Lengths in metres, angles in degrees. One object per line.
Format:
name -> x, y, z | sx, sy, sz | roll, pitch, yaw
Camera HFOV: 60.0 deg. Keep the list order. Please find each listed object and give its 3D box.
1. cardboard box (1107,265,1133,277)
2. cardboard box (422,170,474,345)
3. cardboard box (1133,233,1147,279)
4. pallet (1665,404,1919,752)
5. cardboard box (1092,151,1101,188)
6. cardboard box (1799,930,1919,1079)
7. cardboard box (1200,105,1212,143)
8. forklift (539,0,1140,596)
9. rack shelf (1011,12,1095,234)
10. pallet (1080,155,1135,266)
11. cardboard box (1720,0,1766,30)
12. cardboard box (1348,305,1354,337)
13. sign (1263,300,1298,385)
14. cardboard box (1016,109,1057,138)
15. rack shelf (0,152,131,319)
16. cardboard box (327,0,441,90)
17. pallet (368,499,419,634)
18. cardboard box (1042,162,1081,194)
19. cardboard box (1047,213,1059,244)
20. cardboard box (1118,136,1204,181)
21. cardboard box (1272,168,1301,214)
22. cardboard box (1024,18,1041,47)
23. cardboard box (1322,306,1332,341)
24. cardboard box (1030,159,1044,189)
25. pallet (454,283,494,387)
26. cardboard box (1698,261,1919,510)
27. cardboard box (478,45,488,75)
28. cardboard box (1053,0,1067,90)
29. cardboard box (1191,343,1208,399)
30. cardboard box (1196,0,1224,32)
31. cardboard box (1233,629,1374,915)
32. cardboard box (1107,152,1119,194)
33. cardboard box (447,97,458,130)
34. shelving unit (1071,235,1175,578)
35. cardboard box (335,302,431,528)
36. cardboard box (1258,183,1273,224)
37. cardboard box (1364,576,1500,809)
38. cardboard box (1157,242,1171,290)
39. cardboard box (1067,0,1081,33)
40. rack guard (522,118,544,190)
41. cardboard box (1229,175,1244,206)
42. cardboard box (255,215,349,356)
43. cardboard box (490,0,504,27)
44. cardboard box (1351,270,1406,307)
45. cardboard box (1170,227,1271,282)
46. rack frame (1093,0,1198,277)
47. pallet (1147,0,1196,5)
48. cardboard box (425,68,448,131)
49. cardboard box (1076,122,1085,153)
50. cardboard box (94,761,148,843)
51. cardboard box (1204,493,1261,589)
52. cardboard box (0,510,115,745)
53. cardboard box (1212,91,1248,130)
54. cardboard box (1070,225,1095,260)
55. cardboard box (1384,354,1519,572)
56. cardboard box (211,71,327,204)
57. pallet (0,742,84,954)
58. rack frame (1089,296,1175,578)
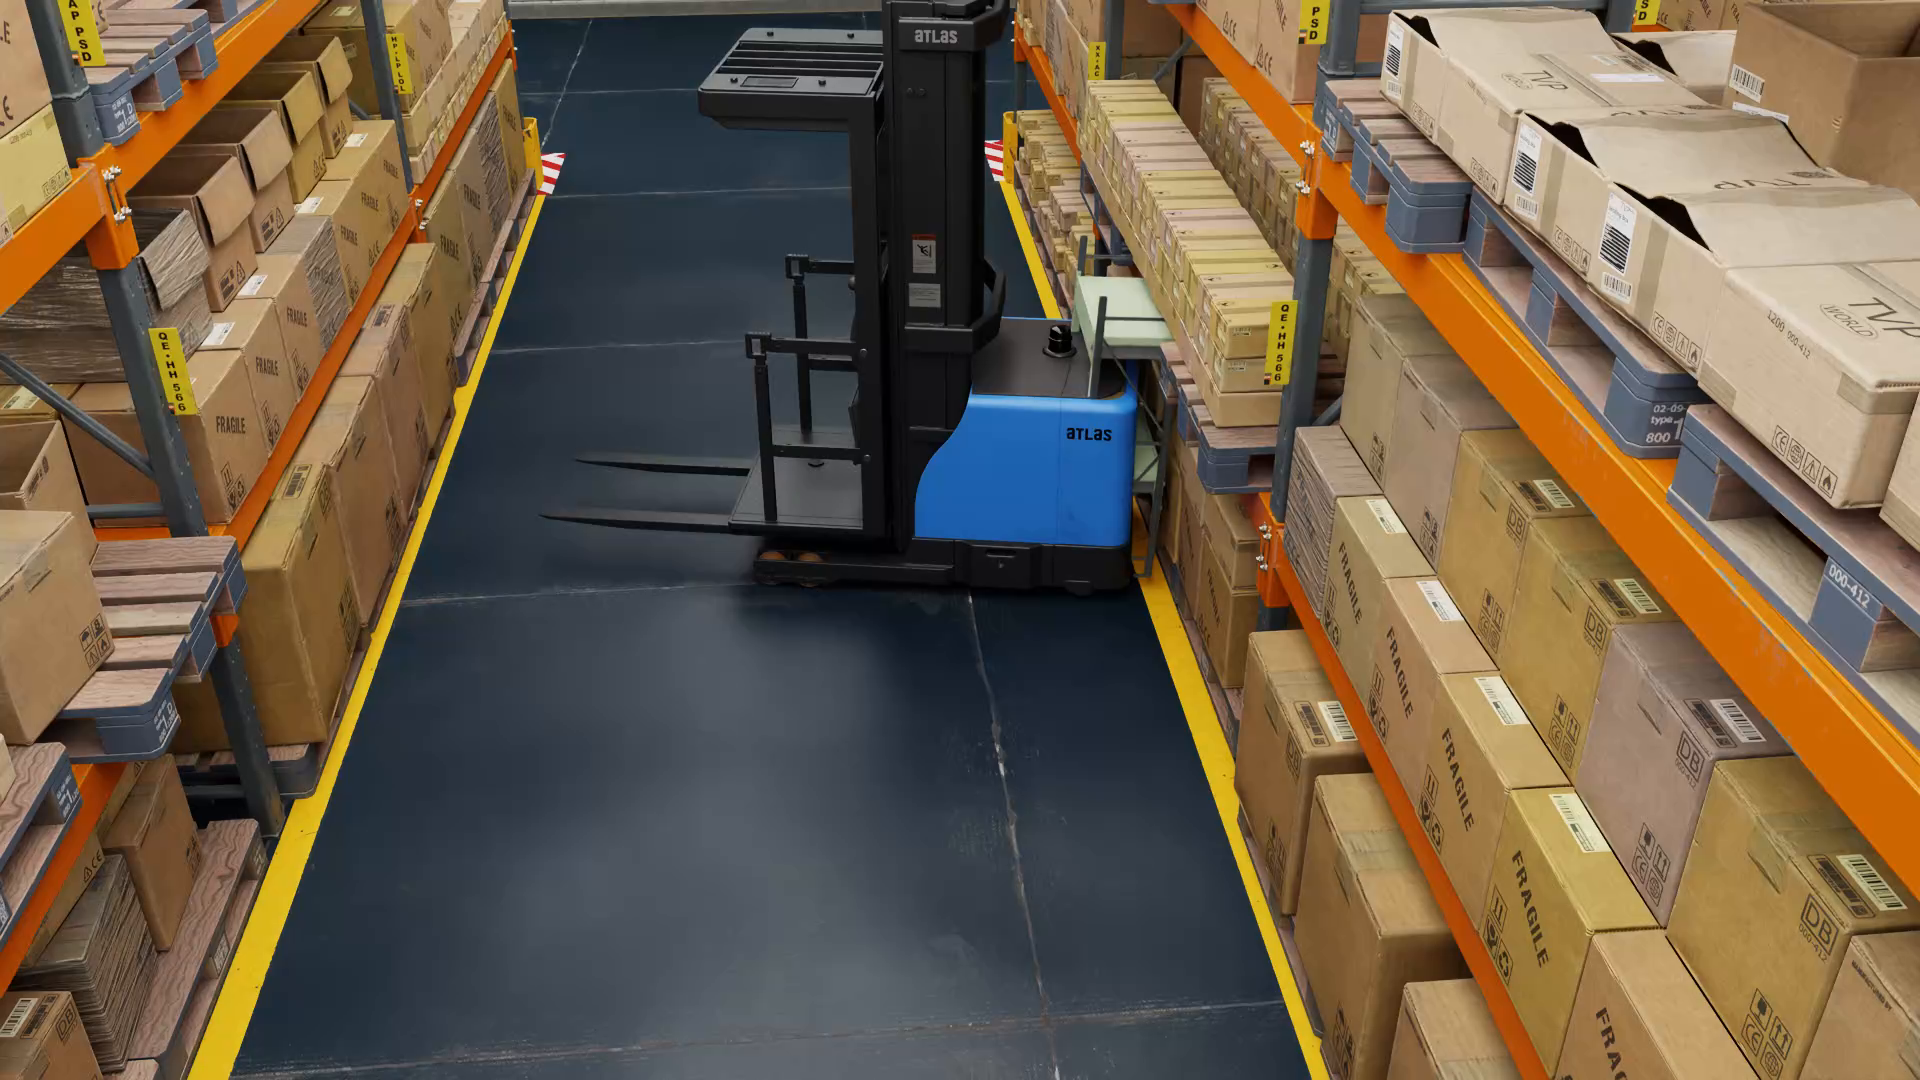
cardboard box -> 1.122, -1.353, 9.387 | 0.500, 0.250, 0.500 | -4, 31, -7
cardboard box -> -3.614, -1.737, 10.395 | 0.875, 0.875, 0.875 | -3, 31, -5
cardboard box -> 1.042, -1.368, 7.951 | 0.380, 0.149, 0.250 | -4, 31, -7
pallet -> 1.929, 0.099, 2.921 | 0.805, 0.209, 1.217 | -4, 31, -7
cardboard box -> 0.926, -2.022, 9.046 | 0.380, 0.149, 0.250 | -2, 31, -4
cardboard box -> 2.011, 1.045, 3.003 | 0.700, 0.500, 0.500 | -3, 31, -5
cardboard box -> 1.550, -2.321, 9.255 | 0.380, 0.149, 0.250 | -2, 31, -3
forklift -> -0.622, -1.290, 8.051 | 3.031, 2.935, 1.130 | 3, 31, 5
rack shelf -> 1.129, -3.026, 11.593 | 1.077, 0.370, 4.000 | -3, 31, -5
pallet -> 1.242, -1.835, 9.083 | 1.003, 0.211, 1.213 | -3, 31, -5
cardboard box -> 5.788, -3.657, 11.849 | 0.500, 0.500, 0.500 | -2, 31, -3
cardboard box -> 1.817, -0.867, 6.822 | 0.380, 0.149, 0.250 | -1, 31, -2
sign -> 1.150, -0.704, 5.952 | 0.100, 0.325, 0.005 | -3, 31, -5
cardboard box -> 0.653, -3.284, 13.114 | 0.380, 0.149, 0.250 | -4, 31, -7
rack shelf -> -3.071, -0.044, 3.674 | 1.077, 0.370, 4.000 | -3, 31, -5
cardboard box -> -3.460, -3.022, 10.009 | 0.500, 0.500, 0.500 | -3, 31, -5
pallet -> -3.368, 0.084, 8.404 | 1.003, 0.211, 1.213 | -3, 31, -5
cardboard box -> 0.795, -2.613, 11.991 | 0.380, 0.149, 0.250 | -2, 31, -4
cardboard box -> 0.830, -2.241, 11.947 | 0.380, 0.149, 0.250 | -3, 31, -5
cardboard box -> 0.994, -1.888, 8.240 | 0.380, 0.149, 0.250 | -3, 31, -5
cardboard box -> 1.695, -1.643, 7.832 | 0.380, 0.149, 0.250 | -3, 31, -5
cardboard box -> 0.683, -3.800, 12.431 | 0.380, 0.149, 0.250 | -4, 31, -6
cardboard box -> 1.771, -0.995, 7.326 | 0.380, 0.149, 0.250 | -1, 31, -2
cardboard box -> 0.732, -2.761, 12.528 | 0.380, 0.149, 0.250 | -2, 31, -3
pallet -> -3.625, -1.323, 10.759 | 1.003, 0.211, 1.213 | -3, 31, -5
cardboard box -> 1.729, -0.296, 3.035 | 0.500, 0.250, 0.500 | -3, 31, -5
cardboard box -> -3.548, -3.375, 11.720 | 0.380, 0.149, 0.250 | -3, 31, -6
cardboard box -> 0.897, -3.237, 10.857 | 0.500, 0.500, 0.500 | -3, 31, -5
cardboard box -> 1.164, -0.701, 6.834 | 0.380, 0.149, 0.250 | -3, 31, -5
cardboard box -> 1.281, -2.392, 6.807 | 0.500, 0.500, 0.500 | -3, 31, -5
cardboard box -> 1.657, 0.829, 6.222 | 1.050, 0.750, 0.750 | -3, 31, -5
cardboard box -> 0.970, -1.894, 8.542 | 0.380, 0.149, 0.250 | -4, 31, -7
cardboard box -> -3.429, -2.721, 10.625 | 0.380, 0.149, 0.250 | -3, 31, -5
shelving unit -> 0.771, -0.651, 8.216 | 0.431, 1.500, 0.755 | 1, 32, -4
cardboard box -> -3.468, -0.614, 8.516 | 1.225, 0.875, 0.875 | -4, 31, -6
cardboard box -> 1.676, -1.648, 8.129 | 0.380, 0.149, 0.250 | -3, 31, -4
cardboard box -> 1.560, 0.444, 4.984 | 0.500, 0.500, 0.500 | -3, 31, -5
cardboard box -> 1.092, -1.228, 7.426 | 0.380, 0.149, 0.250 | -3, 31, -5
cardboard box -> 0.949, -3.405, 10.162 | 0.500, 0.500, 0.500 | -4, 31, -6
rack guard -> -4.008, -3.109, 13.468 | 1.175, 0.500, 0.348 | -3, 31, -5
cardboard box -> 1.619, -1.805, 8.683 | 0.380, 0.149, 0.250 | -4, 31, -7
cardboard box -> -3.179, -1.170, 7.686 | 0.500, 0.500, 0.500 | -3, 31, -4
cardboard box -> -3.696, -3.999, 12.376 | 0.500, 0.250, 0.500 | -3, 31, -5
cardboard box -> 1.812, -0.982, 6.724 | 0.380, 0.149, 0.250 | -4, 31, -6
cardboard box -> 1.113, -1.226, 7.133 | 0.380, 0.149, 0.250 | -2, 31, -3
rack frame -> 1.316, -2.314, 9.699 | 1.000, 3.000, 0.127 | -3, 31, -5
pallet -> 1.367, -2.672, 7.556 | 1.213, 0.211, 1.003 | -3, 31, -5
cardboard box -> -3.456, -2.698, 10.198 | 0.500, 0.250, 0.500 | -3, 31, -5
cardboard box -> 0.924, -2.467, 10.200 | 0.380, 0.149, 0.250 | -4, 31, -6
cardboard box -> -3.166, 0.817, 5.734 | 0.500, 0.250, 0.500 | -2, 31, -3
cardboard box -> 1.365, -0.038, 7.185 | 0.500, 0.250, 0.500 | -3, 31, -6
cardboard box -> -3.016, 0.245, 4.908 | 0.700, 0.500, 0.500 | 2, 31, 3
cardboard box -> 1.574, -2.309, 8.946 | 0.380, 0.149, 0.250 | -4, 31, -6
cardboard box -> 0.930, -1.950, 10.881 | 0.380, 0.149, 0.250 | -3, 31, -5
cardboard box -> 1.770, -0.256, 5.181 | 0.700, 0.500, 0.500 | -3, 31, -5
cardboard box -> -3.511, -1.925, 7.972 | 0.797, 0.503, 0.637 | -2, 31, -4
pallet -> -3.032, 1.005, 4.329 | 1.003, 0.211, 1.213 | -3, 31, -5
rack frame -> 0.792, -0.457, 7.906 | 0.400, 1.500, 0.023 | 1, 32, -4
